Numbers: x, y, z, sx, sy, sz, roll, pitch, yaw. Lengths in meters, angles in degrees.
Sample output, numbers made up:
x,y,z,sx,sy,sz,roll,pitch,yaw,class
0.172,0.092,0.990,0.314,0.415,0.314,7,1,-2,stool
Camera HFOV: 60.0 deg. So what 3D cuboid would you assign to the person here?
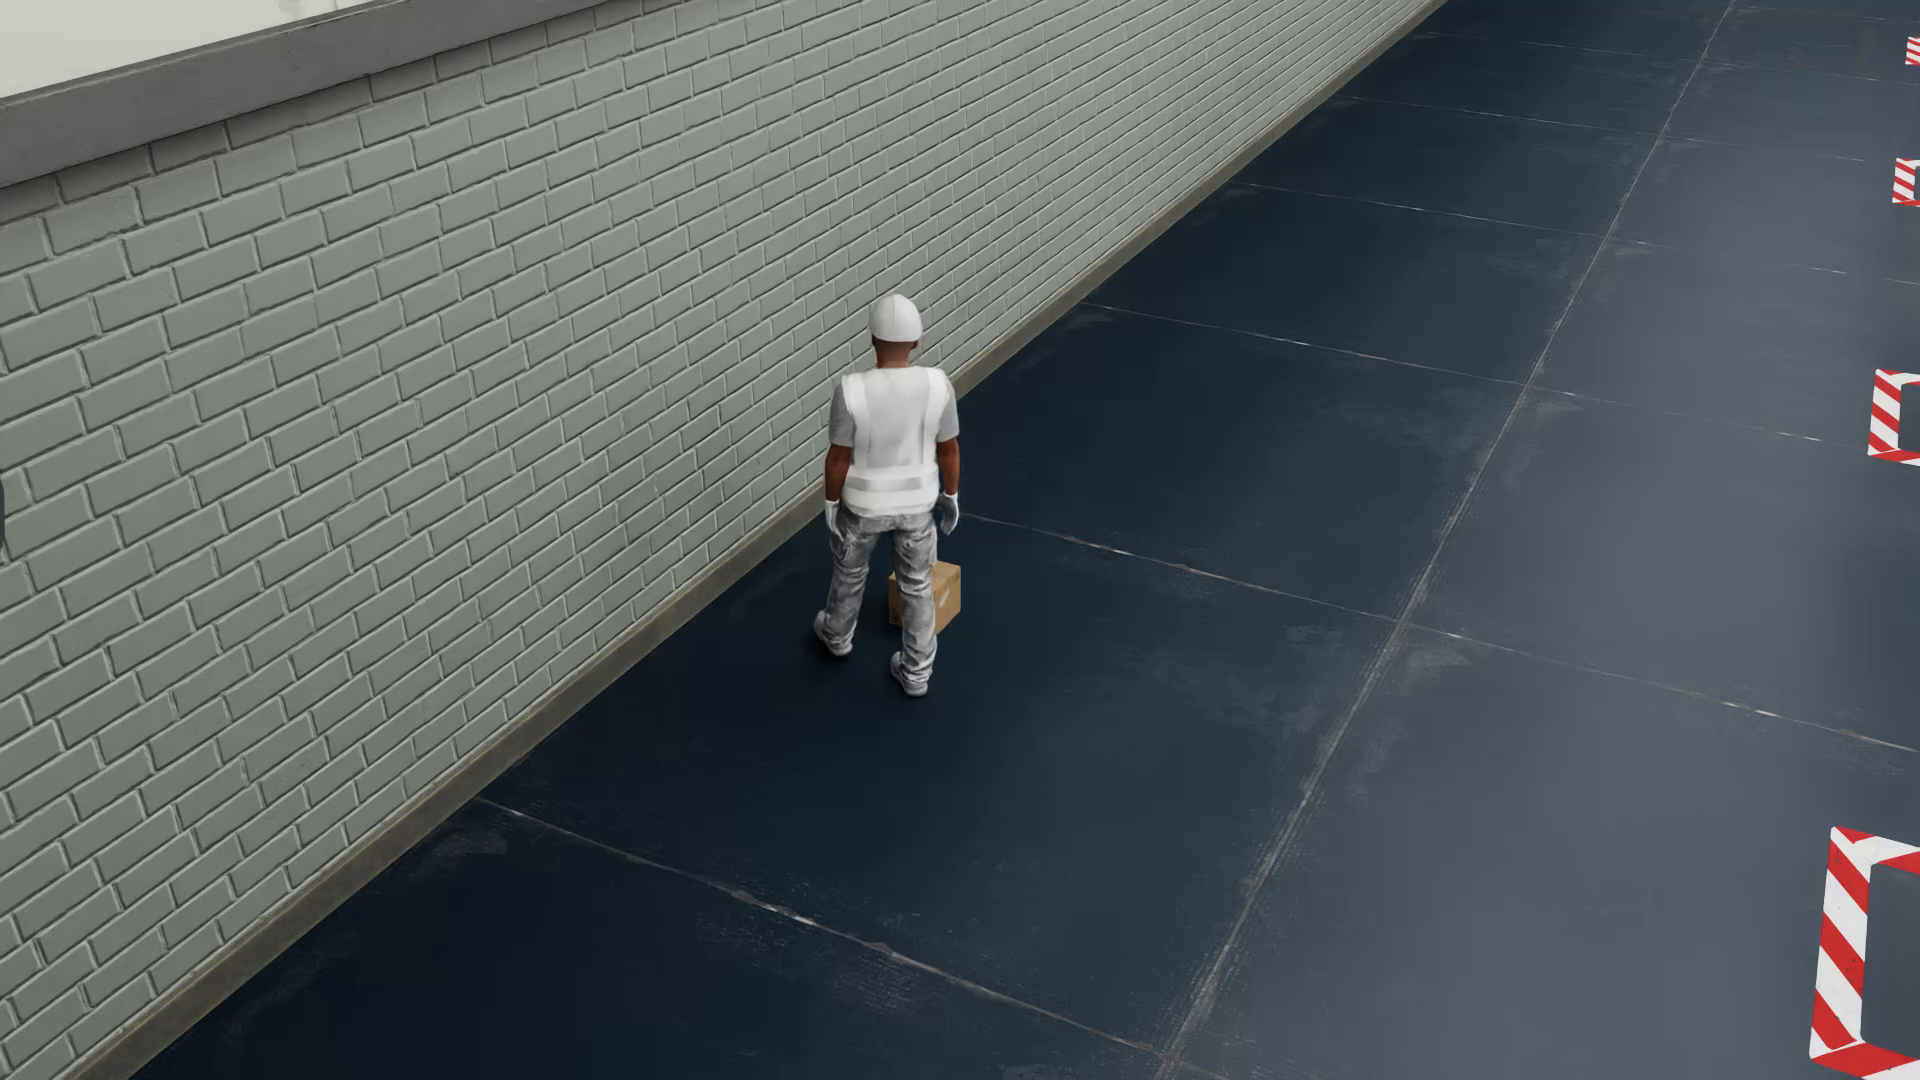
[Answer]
x,y,z,sx,sy,sz,roll,pitch,yaw,class
-0.328,-0.237,7.076,0.589,1.782,0.662,-7,30,-11,person
